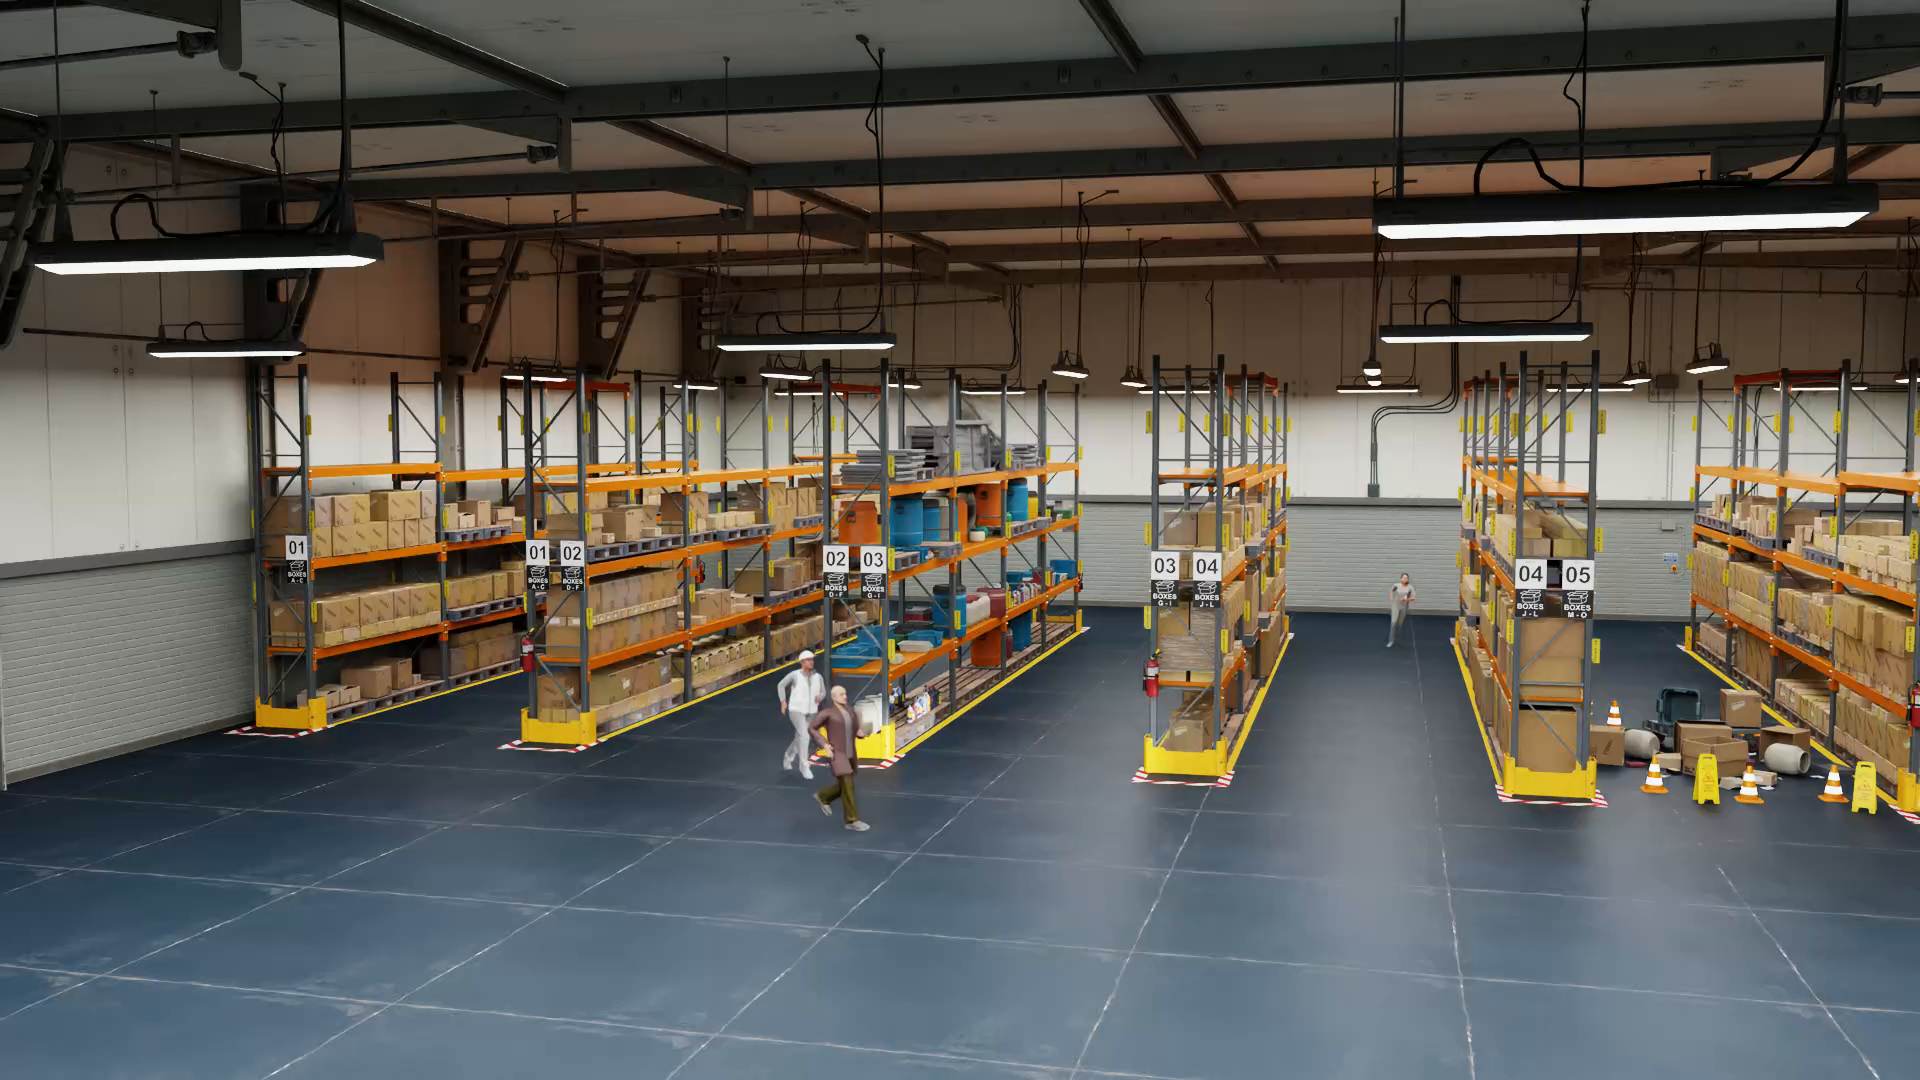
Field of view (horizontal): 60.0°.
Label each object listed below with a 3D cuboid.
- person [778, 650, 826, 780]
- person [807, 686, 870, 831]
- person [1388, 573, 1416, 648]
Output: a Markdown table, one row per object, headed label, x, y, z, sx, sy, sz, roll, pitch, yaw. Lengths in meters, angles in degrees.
| label | x | y | z | sx | sy | sz | roll | pitch | yaw |
| --- | --- | --- | --- | --- | --- | --- | --- | --- | --- |
| person | -2.205 | 2.472 | 23.837 | 0.645 | 1.766 | 0.855 | -3 | 5 | -36 |
| person | -1.493 | 2.685 | 20.649 | 1.021 | 1.754 | 0.715 | 3 | 5 | 39 |
| person | 10.036 | 1.584 | 37.770 | 0.593 | 1.709 | 0.792 | 1 | 4 | 16 |
